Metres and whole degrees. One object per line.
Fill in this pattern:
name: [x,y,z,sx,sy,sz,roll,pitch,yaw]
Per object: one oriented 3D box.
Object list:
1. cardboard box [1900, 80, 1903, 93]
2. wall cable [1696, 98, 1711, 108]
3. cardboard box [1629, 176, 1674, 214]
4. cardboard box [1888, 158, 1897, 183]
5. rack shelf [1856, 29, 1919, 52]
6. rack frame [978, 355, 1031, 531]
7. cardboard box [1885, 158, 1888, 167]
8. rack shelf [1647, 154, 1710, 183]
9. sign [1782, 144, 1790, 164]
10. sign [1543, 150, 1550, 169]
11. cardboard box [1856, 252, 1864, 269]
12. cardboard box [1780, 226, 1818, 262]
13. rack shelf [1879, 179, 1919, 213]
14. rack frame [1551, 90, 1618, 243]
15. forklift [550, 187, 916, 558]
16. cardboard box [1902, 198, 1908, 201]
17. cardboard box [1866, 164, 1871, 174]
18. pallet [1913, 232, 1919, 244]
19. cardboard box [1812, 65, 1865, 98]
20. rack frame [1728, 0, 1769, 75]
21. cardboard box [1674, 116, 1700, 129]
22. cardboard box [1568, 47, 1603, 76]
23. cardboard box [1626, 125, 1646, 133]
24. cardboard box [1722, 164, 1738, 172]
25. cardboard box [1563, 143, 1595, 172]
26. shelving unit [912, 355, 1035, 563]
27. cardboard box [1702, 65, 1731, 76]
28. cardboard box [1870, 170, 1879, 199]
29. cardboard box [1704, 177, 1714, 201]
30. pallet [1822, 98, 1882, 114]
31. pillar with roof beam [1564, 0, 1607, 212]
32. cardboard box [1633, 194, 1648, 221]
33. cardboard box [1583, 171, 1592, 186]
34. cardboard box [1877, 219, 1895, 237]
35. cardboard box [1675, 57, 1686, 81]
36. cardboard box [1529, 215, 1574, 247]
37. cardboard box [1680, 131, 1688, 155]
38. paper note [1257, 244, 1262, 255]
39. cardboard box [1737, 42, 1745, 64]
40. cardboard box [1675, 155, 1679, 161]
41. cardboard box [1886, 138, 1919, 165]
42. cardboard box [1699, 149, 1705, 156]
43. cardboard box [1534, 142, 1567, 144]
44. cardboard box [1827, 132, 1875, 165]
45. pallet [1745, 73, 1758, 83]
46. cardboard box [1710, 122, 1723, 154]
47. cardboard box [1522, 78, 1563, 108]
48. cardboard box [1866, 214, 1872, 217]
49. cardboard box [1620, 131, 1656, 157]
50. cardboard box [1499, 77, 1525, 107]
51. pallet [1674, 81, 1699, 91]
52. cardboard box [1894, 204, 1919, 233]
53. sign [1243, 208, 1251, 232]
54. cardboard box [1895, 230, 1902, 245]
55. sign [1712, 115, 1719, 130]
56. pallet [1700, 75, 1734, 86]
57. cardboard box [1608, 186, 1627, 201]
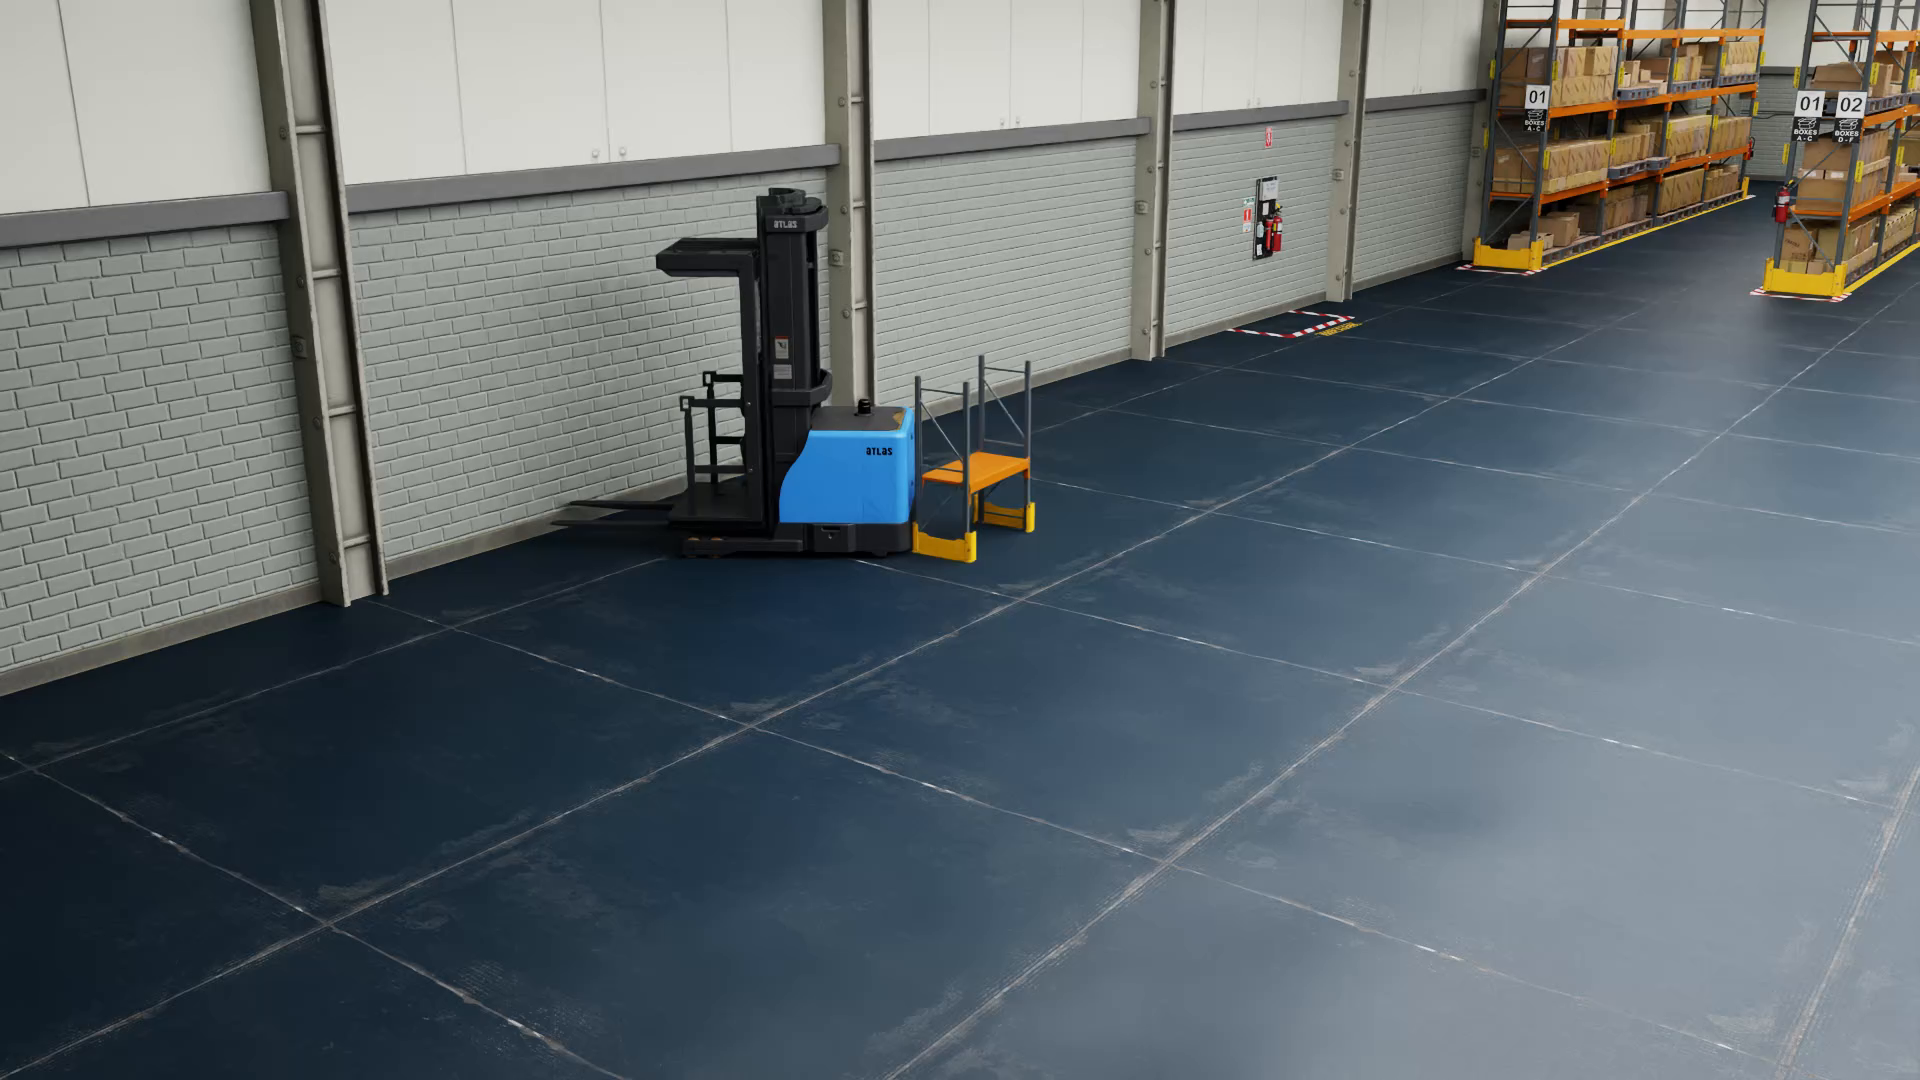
cardboard box: [16.970,-8.311,30.436,0.500,0.250,0.500,10,20,29]
wall cable: [19.443,-11.163,43.420,0.084,1.984,1.851,12,21,35]
cardboard box: [15.216,-7.626,36.660,0.750,0.750,0.750,12,21,34]
cardboard box: [17.353,-6.946,31.384,0.500,0.500,0.500,12,21,35]
rack shelf: [17.462,-9.280,30.841,1.077,0.370,4.000,12,21,35]
rack frame: [0.383,-0.836,14.408,0.500,1.500,0.032,10,20,30]
cardboard box: [16.280,-6.728,29.589,0.380,0.149,0.250,12,21,35]
rack shelf: [15.864,-8.433,37.555,1.077,0.370,4.000,12,21,35]
sign: [13.459,-6.286,27.075,0.100,0.325,0.005,12,21,35]
sign: [10.342,-6.712,29.342,0.100,0.325,0.005,12,21,35]
cardboard box: [15.280,-4.853,28.742,0.500,0.250,0.500,12,21,35]
cardboard box: [13.967,-4.946,27.778,0.500,0.500,0.500,12,21,35]
rack shelf: [17.462,-6.606,31.671,1.077,0.370,4.000,12,21,35]
rack frame: [12.289,-7.348,32.847,1.000,3.000,0.127,12,21,35]
forklift: [-1.914,-1.405,13.827,3.031,2.935,1.130,1,17,2]
cardboard box: [19.638,-6.956,35.058,0.500,0.500,0.500,11,21,33]
cardboard box: [15.210,-6.299,28.209,0.380,0.149,0.250,13,21,35]
pallet: [19.128,-6.265,34.063,1.003,0.211,1.213,12,21,35]
cardboard box: [14.232,-7.406,26.858,0.797,0.503,0.637,14,22,38]
rack frame: [19.439,-13.071,41.161,1.000,3.000,0.127,12,21,35]
cardboard box: [16.367,-9.412,37.528,0.500,0.250,0.500,13,21,36]
cardboard box: [11.588,-8.889,30.864,0.500,0.500,0.500,12,21,33]
cardboard box: [14.311,-8.701,35.201,0.380,0.149,0.250,9,19,26]
cardboard box: [19.172,-9.275,41.467,0.380,0.149,0.250,12,21,34]
cardboard box: [11.654,-7.238,31.450,0.500,0.500,0.500,12,21,33]
shelving unit: [0.124,-0.710,14.000,0.587,1.500,1.083,10,20,30]
cardboard box: [17.679,-10.980,38.863,0.500,0.250,0.500,12,21,35]
cardboard box: [15.701,-6.287,29.264,0.700,0.500,0.500,12,21,34]
cardboard box: [17.584,-8.420,39.806,0.700,0.500,0.500,13,21,35]
pallet: [14.329,-7.075,27.059,1.003,0.211,1.213,12,21,35]
pillar with roof beam: [16.661,-10.248,32.070,9.100,9.000,0.400,12,21,35]
cardboard box: [14.286,-7.136,35.638,0.700,0.500,0.500,13,21,35]
cardboard box: [11.660,-6.879,31.558,0.500,0.250,0.500,12,21,34]
cardboard box: [17.019,-5.801,30.849,0.500,0.311,0.500,12,21,34]
cardboard box: [15.529,-10.381,36.647,0.700,0.500,0.500,14,22,37]
cardboard box: [11.207,-5.862,31.535,0.700,0.500,0.500,11,20,31]
cardboard box: [15.784,-8.811,36.856,0.500,0.500,0.500,12,21,34]
paper note: [4.389,-4.253,24.366,0.016,0.148,0.142,12,21,35]
cardboard box: [18.297,-11.583,39.538,0.500,0.500,0.500,13,21,35]
cardboard box: [15.799,-8.539,37.072,0.380,0.149,0.250,13,21,36]
cardboard box: [18.938,-7.844,33.569,0.700,0.500,0.500,5,18,16]
cardboard box: [16.951,-8.948,38.389,0.380,0.149,0.250,13,21,36]
cardboard box: [11.229,-7.328,31.739,0.500,0.500,0.500,13,22,36]
cardboard box: [15.114,-6.675,28.325,0.700,0.500,0.500,12,21,35]
pallet: [19.006,-11.417,41.044,1.003,0.211,1.213,12,21,35]
cardboard box: [17.392,-9.523,39.345,0.980,0.700,0.700,13,21,36]
cardboard box: [10.306,-7.920,29.430,0.500,0.500,0.500,13,22,36]
cardboard box: [17.187,-6.138,31.934,0.500,0.311,0.500,12,21,34]
cardboard box: [14.401,-8.444,35.468,0.700,0.500,0.500,10,20,28]
cardboard box: [9.951,-8.029,29.780,0.500,0.500,0.500,14,22,39]
pallet: [15.678,-10.072,36.881,1.003,0.211,1.213,14,22,37]
cardboard box: [19.154,-6.500,33.591,0.500,0.500,0.500,14,22,37]
sign: [4.138,-4.607,23.962,0.001,0.329,0.234,12,21,35]
cardboard box: [17.625,-5.779,31.724,0.500,0.250,0.500,13,21,36]
sign: [17.498,-9.675,38.521,0.100,0.325,0.005,12,21,35]
pallet: [17.552,-10.836,39.172,1.003,0.211,1.213,12,21,35]
cardboard box: [13.593,-7.246,34.728,0.500,0.250,0.500,12,21,34]
